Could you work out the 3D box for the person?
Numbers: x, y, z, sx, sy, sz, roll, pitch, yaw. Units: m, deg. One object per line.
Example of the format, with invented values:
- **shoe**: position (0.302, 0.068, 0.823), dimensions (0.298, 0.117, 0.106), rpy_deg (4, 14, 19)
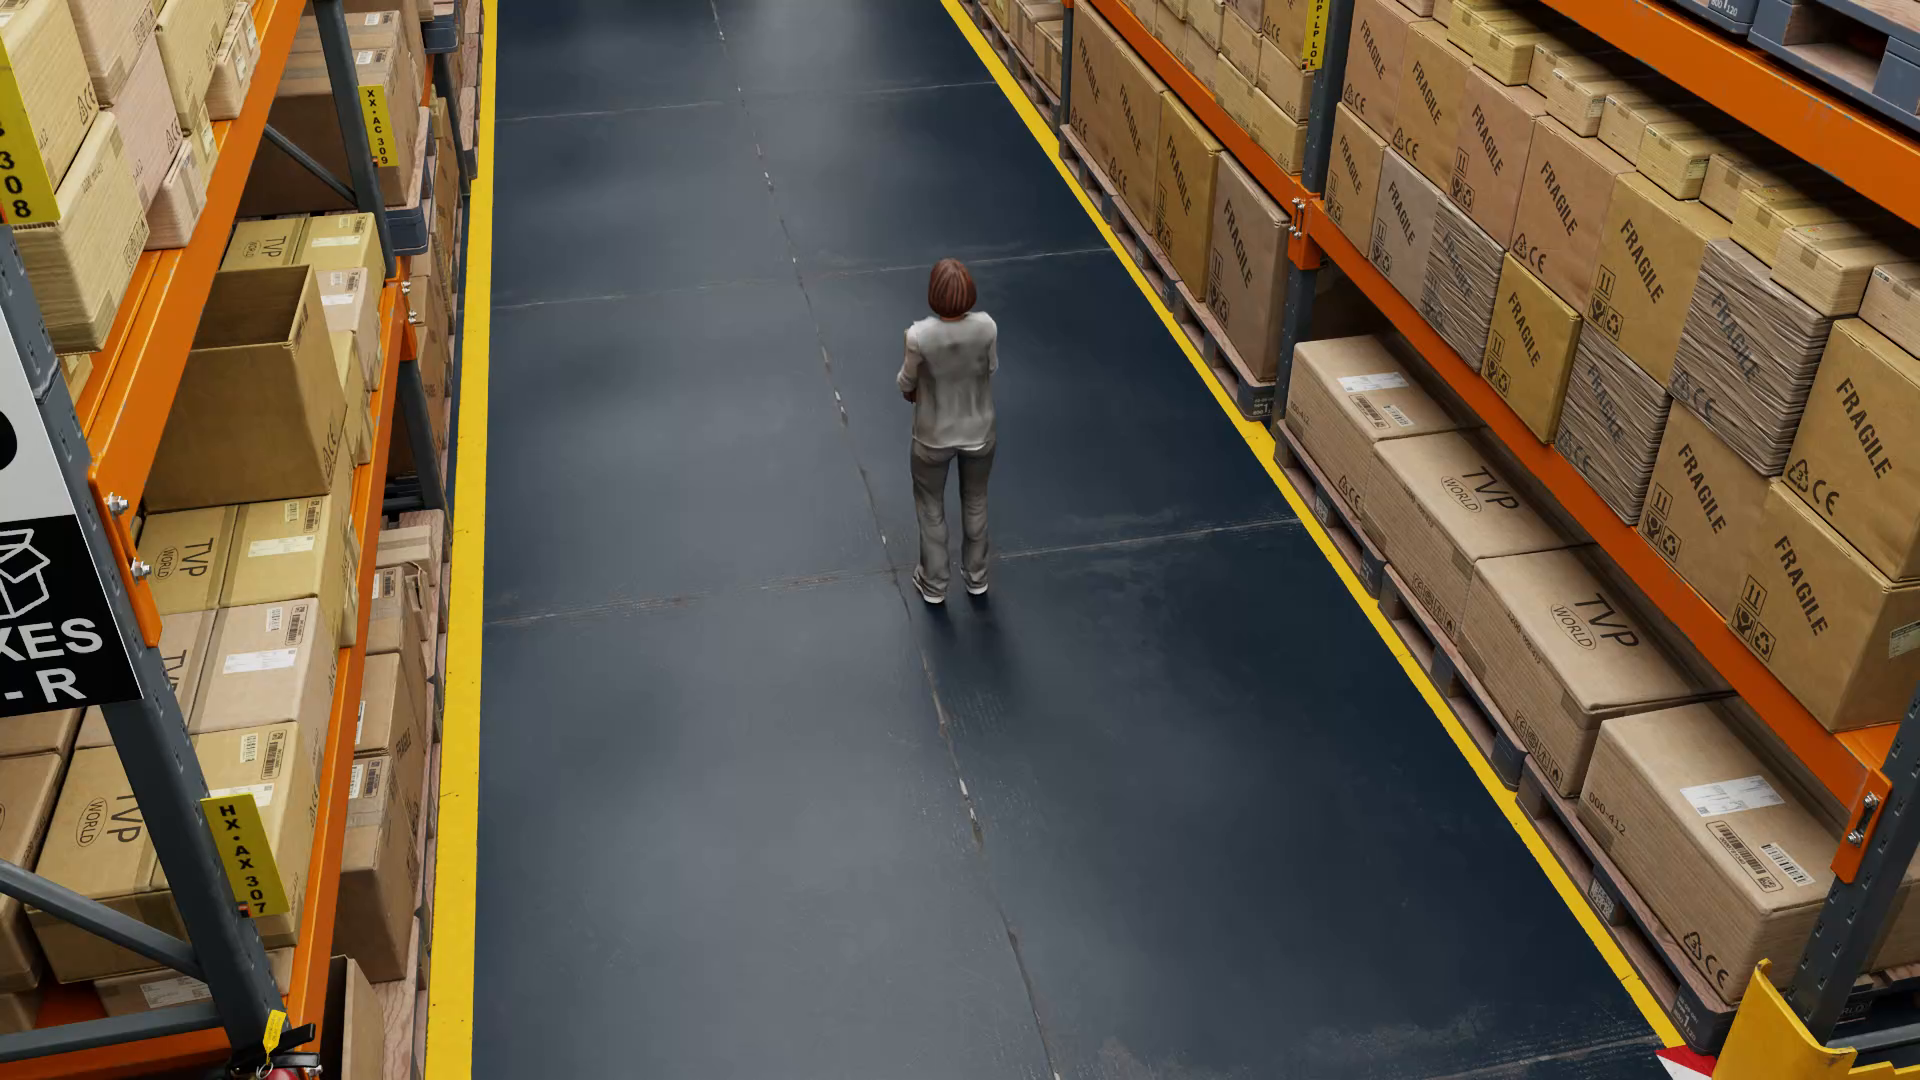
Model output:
- **person**: position (-0.053, -0.476, 6.836), dimensions (0.412, 1.595, 0.486), rpy_deg (-7, 36, -11)
